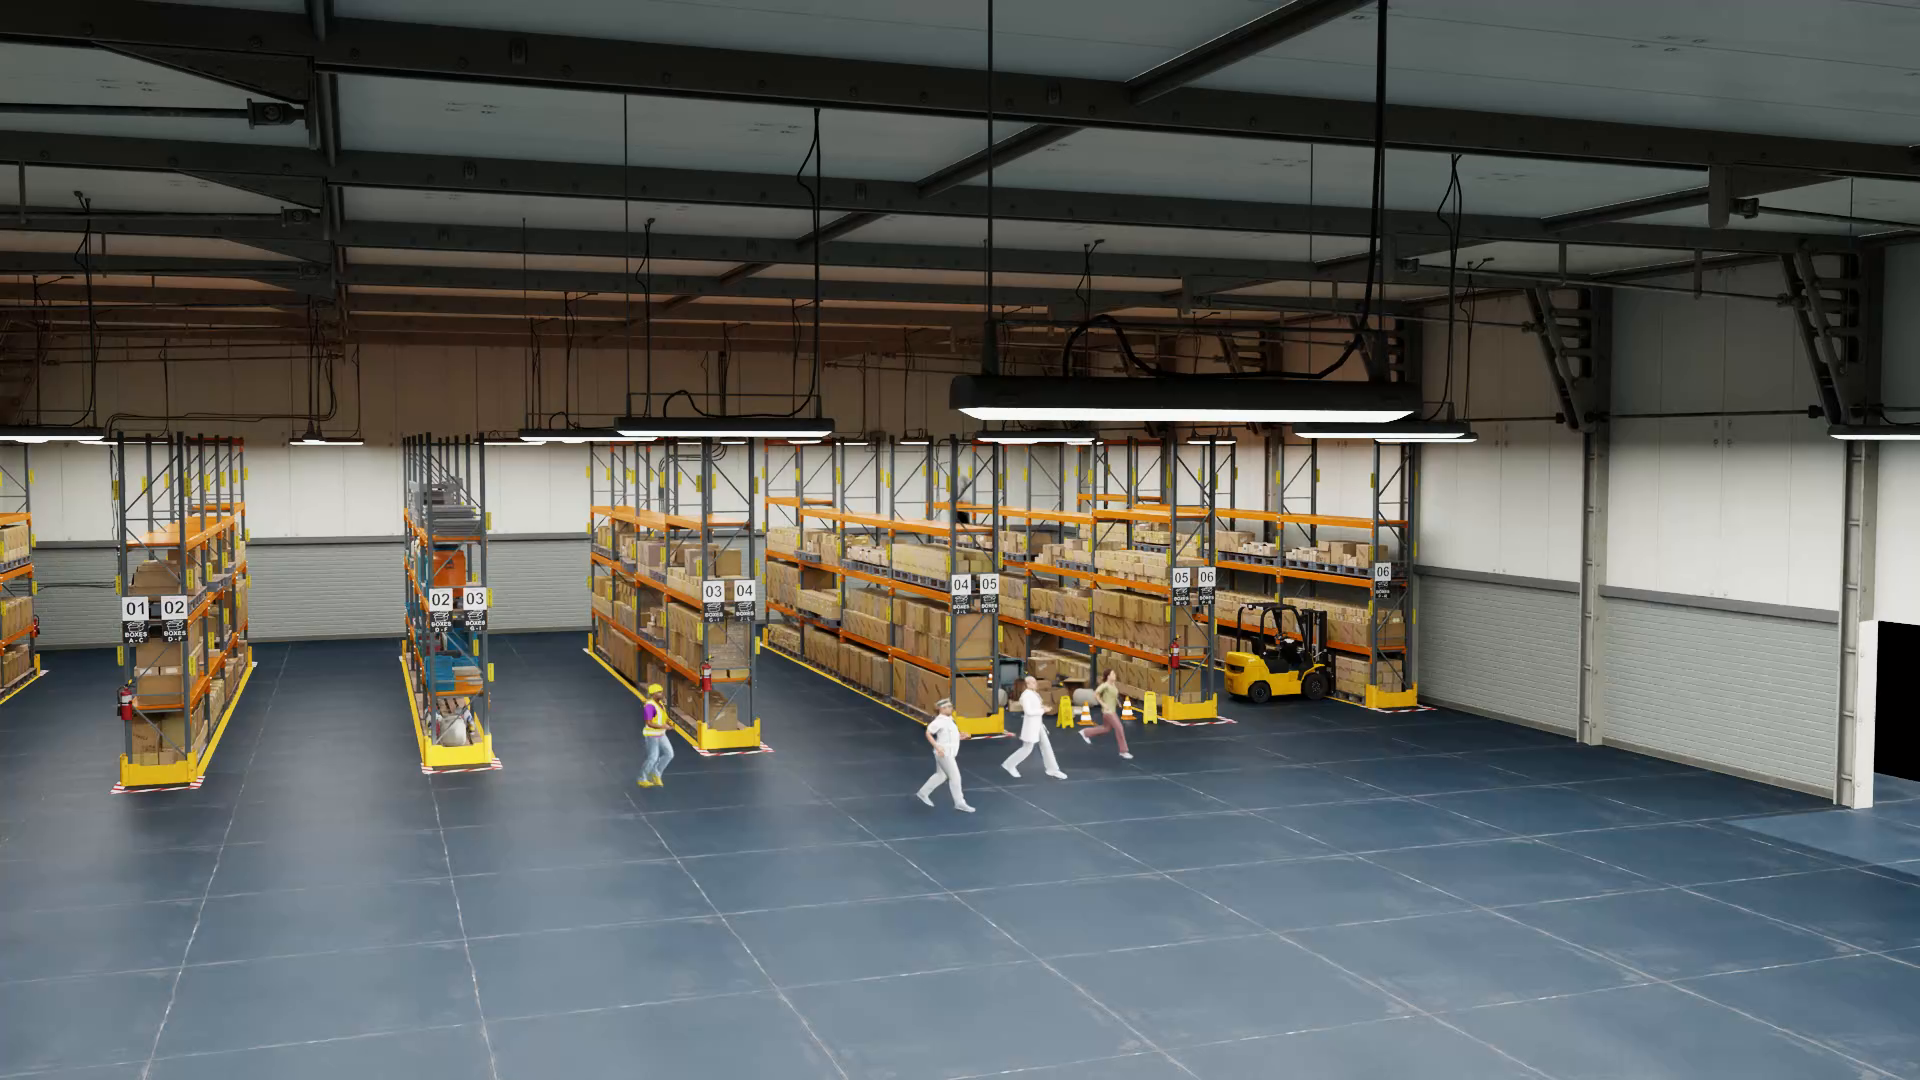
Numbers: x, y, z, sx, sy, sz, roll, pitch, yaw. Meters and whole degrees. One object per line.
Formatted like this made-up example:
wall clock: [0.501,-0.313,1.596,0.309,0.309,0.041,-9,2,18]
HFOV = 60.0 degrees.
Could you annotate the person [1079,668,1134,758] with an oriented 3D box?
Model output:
person: [2.727,3.207,30.884,1.075,1.673,0.545,1,3,18]

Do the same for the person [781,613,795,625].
person: [-5.108,2.083,49.766,0.550,1.565,0.657,0,3,0]

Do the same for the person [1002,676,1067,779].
person: [1.290,3.224,28.678,1.116,1.758,0.731,1,3,20]

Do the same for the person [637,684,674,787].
person: [-5.091,3.306,27.979,0.695,1.789,0.724,1,3,14]

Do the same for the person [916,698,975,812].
person: [-0.217,3.357,26.122,0.949,1.775,0.664,1,3,9]
